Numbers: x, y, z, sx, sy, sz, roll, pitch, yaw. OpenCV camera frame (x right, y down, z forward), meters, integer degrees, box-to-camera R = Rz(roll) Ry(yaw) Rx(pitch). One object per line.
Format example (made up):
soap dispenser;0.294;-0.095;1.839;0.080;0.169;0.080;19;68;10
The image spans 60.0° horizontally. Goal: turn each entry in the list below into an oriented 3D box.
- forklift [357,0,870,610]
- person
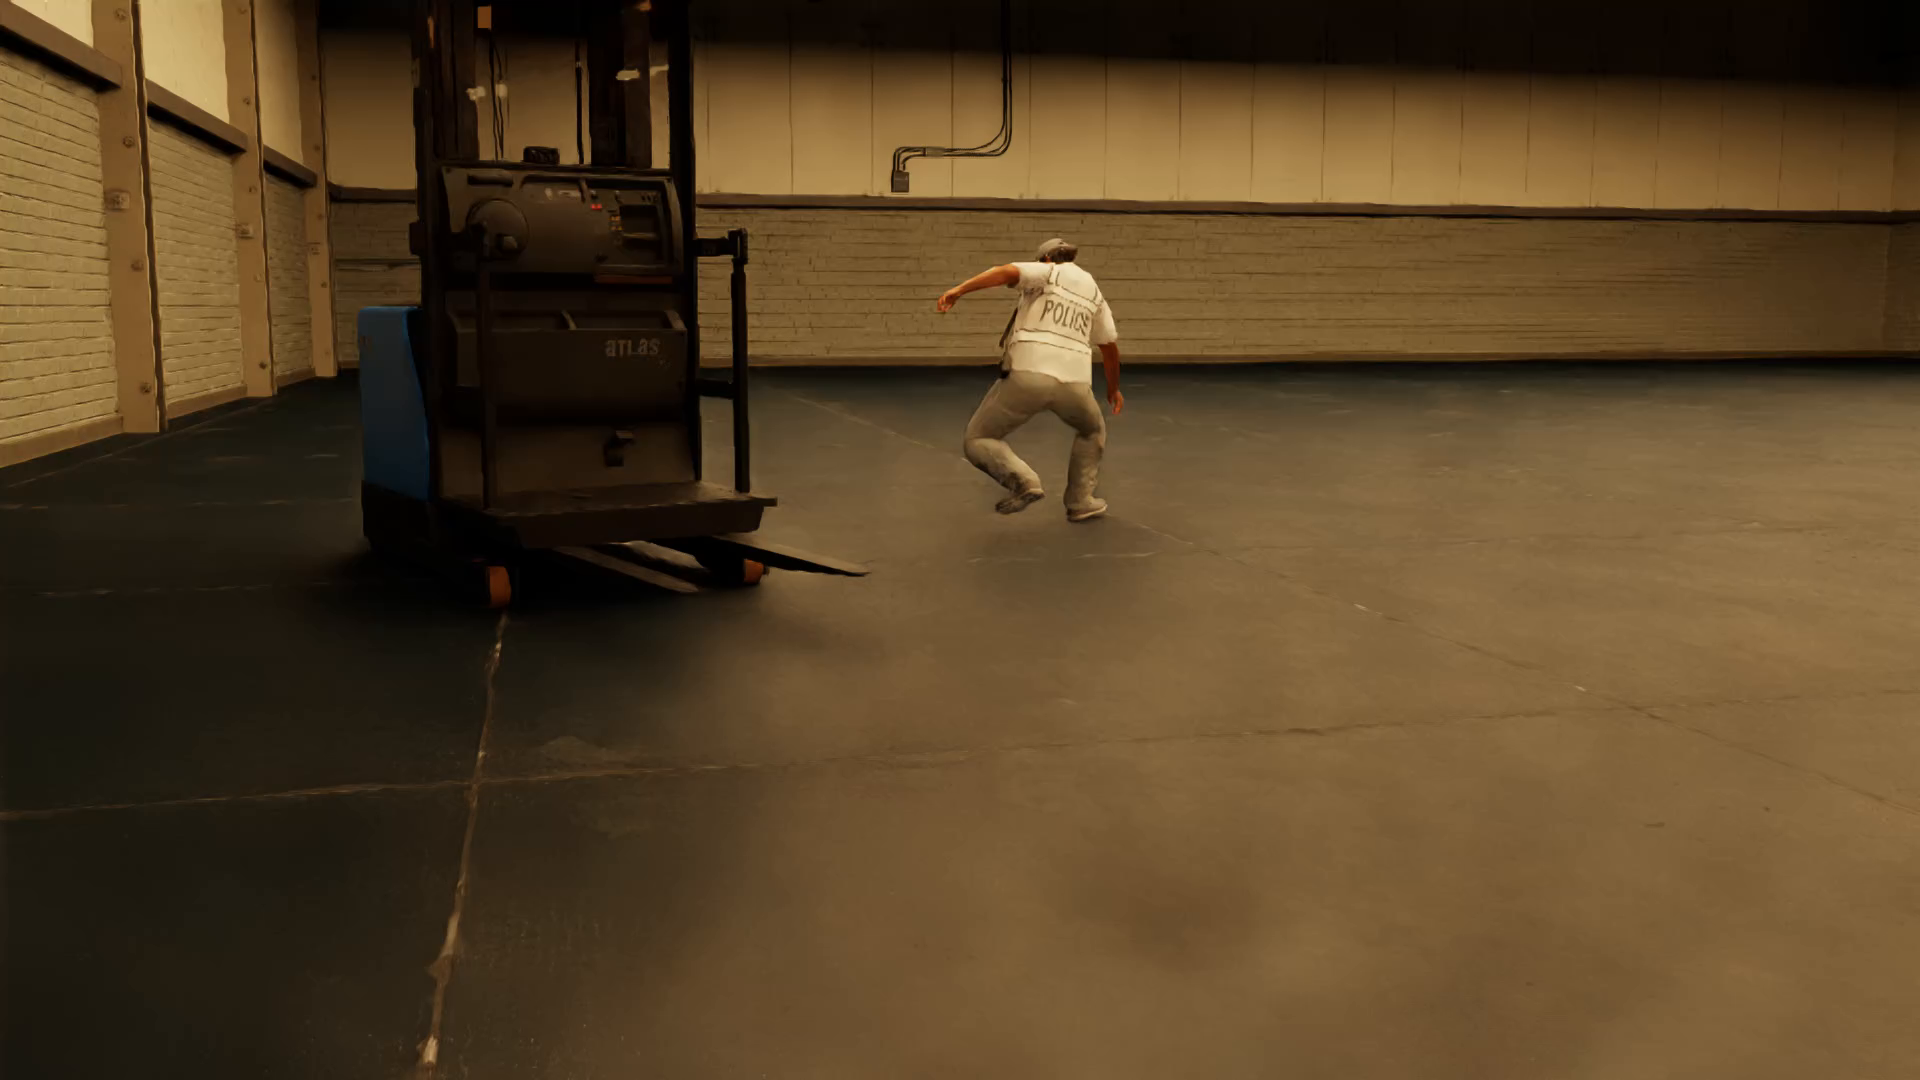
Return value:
forklift;-1.403;-1.276;6.249;1.130;2.935;3.031;-5;10;-33
person;0.360;-0.764;8.090;1.098;1.405;0.691;-3;8;-18
